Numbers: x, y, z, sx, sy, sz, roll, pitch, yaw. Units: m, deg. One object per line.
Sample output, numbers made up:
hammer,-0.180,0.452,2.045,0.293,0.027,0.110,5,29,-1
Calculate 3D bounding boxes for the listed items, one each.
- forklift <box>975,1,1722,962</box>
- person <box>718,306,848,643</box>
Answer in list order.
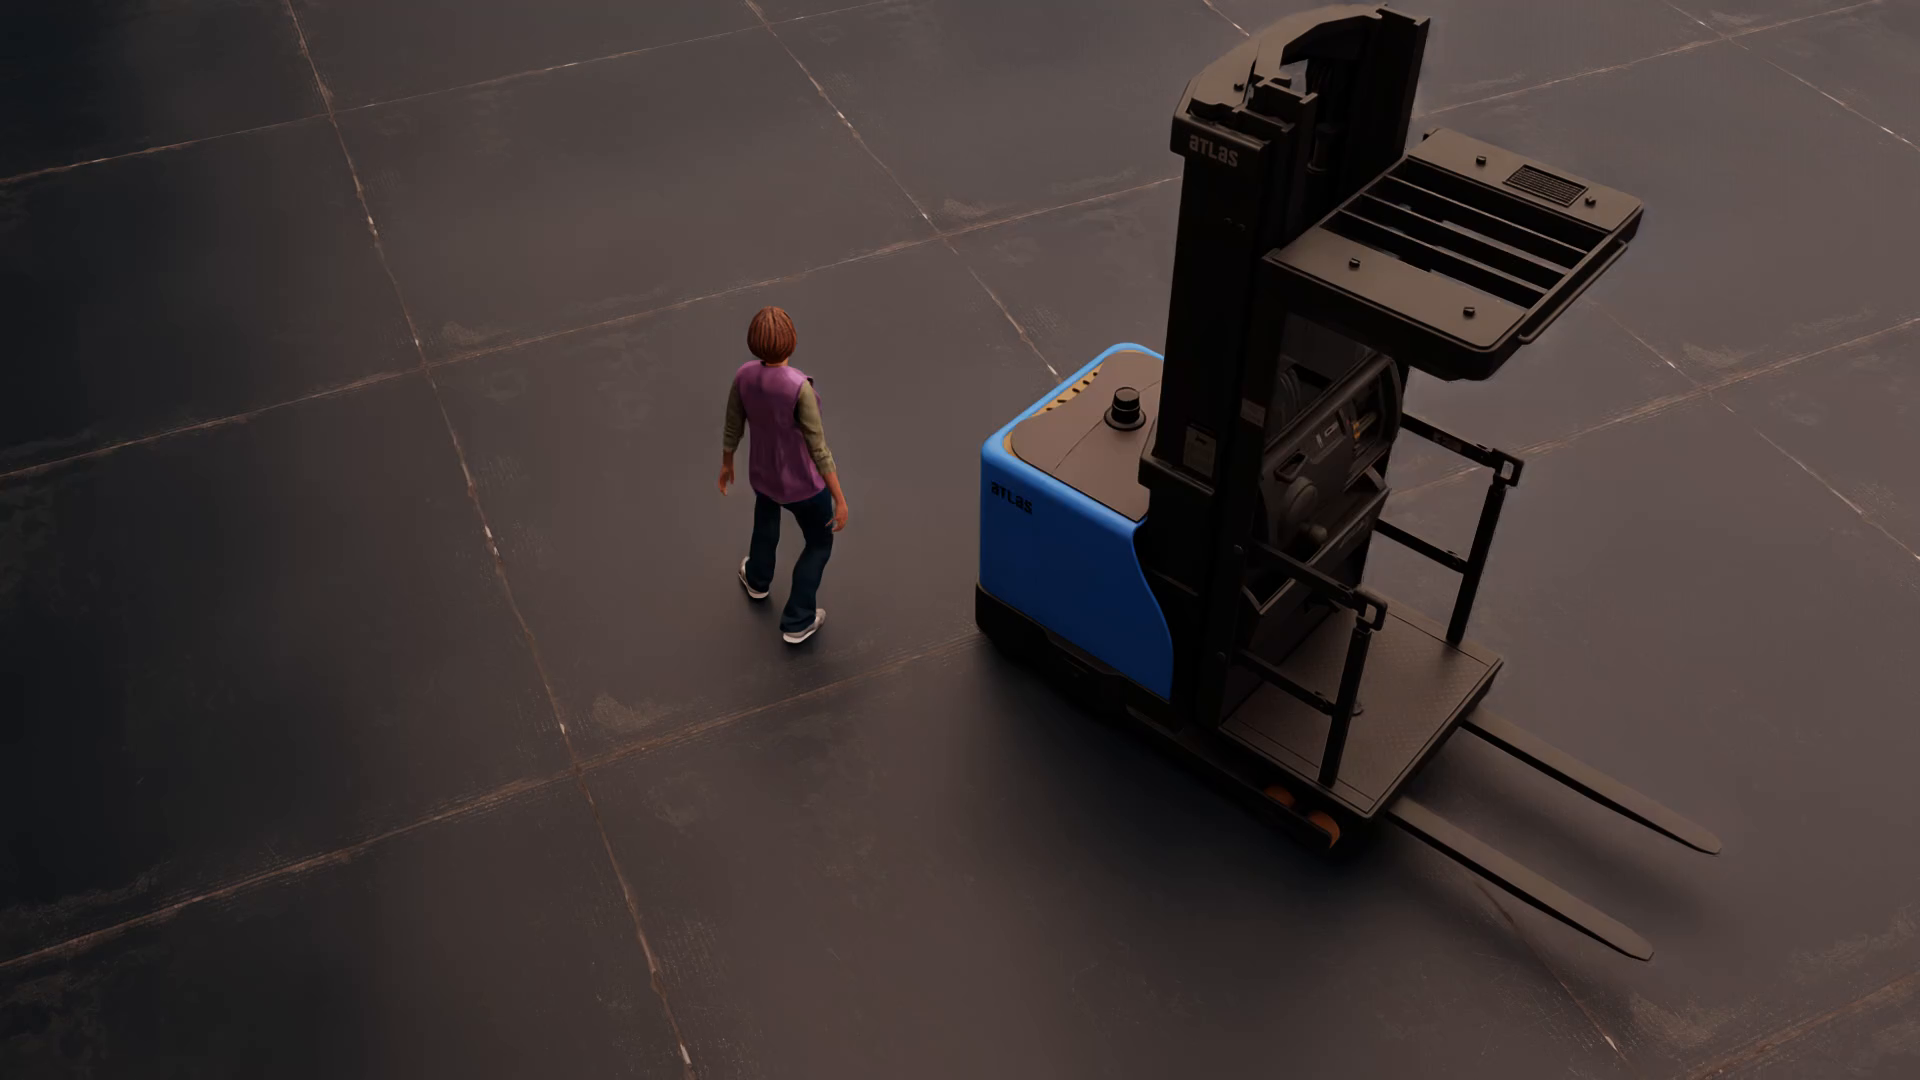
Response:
forklift,1.513,-0.260,5.959,3.031,2.935,1.130,30,51,29
person,-0.749,-0.247,6.985,0.744,1.565,0.408,27,49,26
